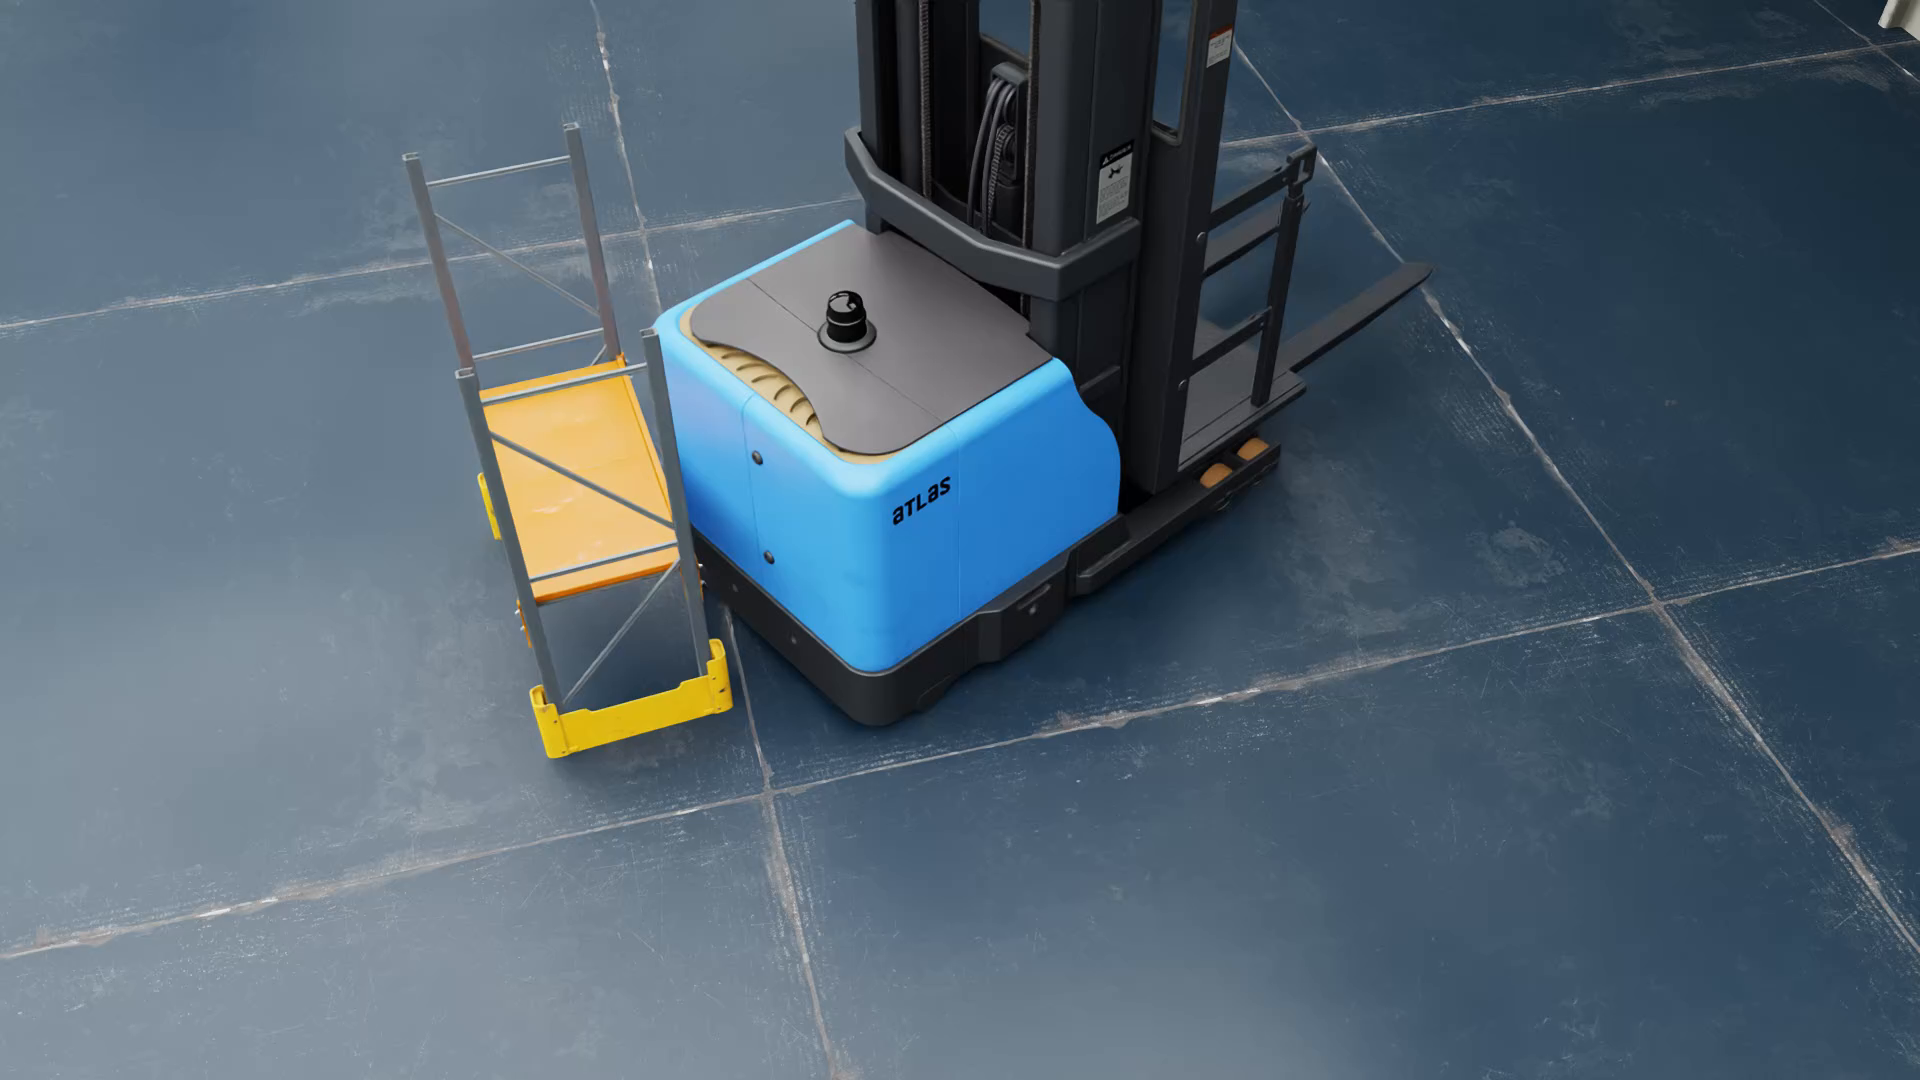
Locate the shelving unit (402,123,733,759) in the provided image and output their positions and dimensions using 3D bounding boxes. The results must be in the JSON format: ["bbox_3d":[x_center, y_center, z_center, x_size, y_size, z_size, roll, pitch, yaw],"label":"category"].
[{"bbox_3d":[-1.171,-0.285,4.979,0.587,1.500,1.083,-15,47,-14],"label":"shelving unit"}]

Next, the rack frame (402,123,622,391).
[{"bbox_3d":[-1.344,-0.619,5.307,0.500,1.500,0.032,-15,47,-14],"label":"rack frame"}]

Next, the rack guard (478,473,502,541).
[{"bbox_3d":[-1.343,-0.181,5.752,0.587,0.250,0.087,-15,47,-14],"label":"rack guard"}]

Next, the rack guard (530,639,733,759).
[{"bbox_3d":[-0.999,0.487,5.098,0.587,0.250,0.087,-15,47,-14],"label":"rack guard"}]

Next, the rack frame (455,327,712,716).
[{"bbox_3d":[-0.992,0.062,4.639,0.500,1.500,0.032,-15,47,-14],"label":"rack frame"}]

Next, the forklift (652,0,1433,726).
[{"bbox_3d":[0.501,-1.379,5.050,3.031,2.935,1.130,-33,54,-28],"label":"forklift"}]

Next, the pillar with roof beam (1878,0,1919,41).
[{"bbox_3d":[0.600,-4.826,4.179,9.100,9.000,0.400,-11,47,-10],"label":"pillar with roof beam"}]

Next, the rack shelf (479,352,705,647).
[{"bbox_3d":[-1.168,-0.153,5.101,0.538,0.185,1.000,-15,47,-14],"label":"rack shelf"}]
